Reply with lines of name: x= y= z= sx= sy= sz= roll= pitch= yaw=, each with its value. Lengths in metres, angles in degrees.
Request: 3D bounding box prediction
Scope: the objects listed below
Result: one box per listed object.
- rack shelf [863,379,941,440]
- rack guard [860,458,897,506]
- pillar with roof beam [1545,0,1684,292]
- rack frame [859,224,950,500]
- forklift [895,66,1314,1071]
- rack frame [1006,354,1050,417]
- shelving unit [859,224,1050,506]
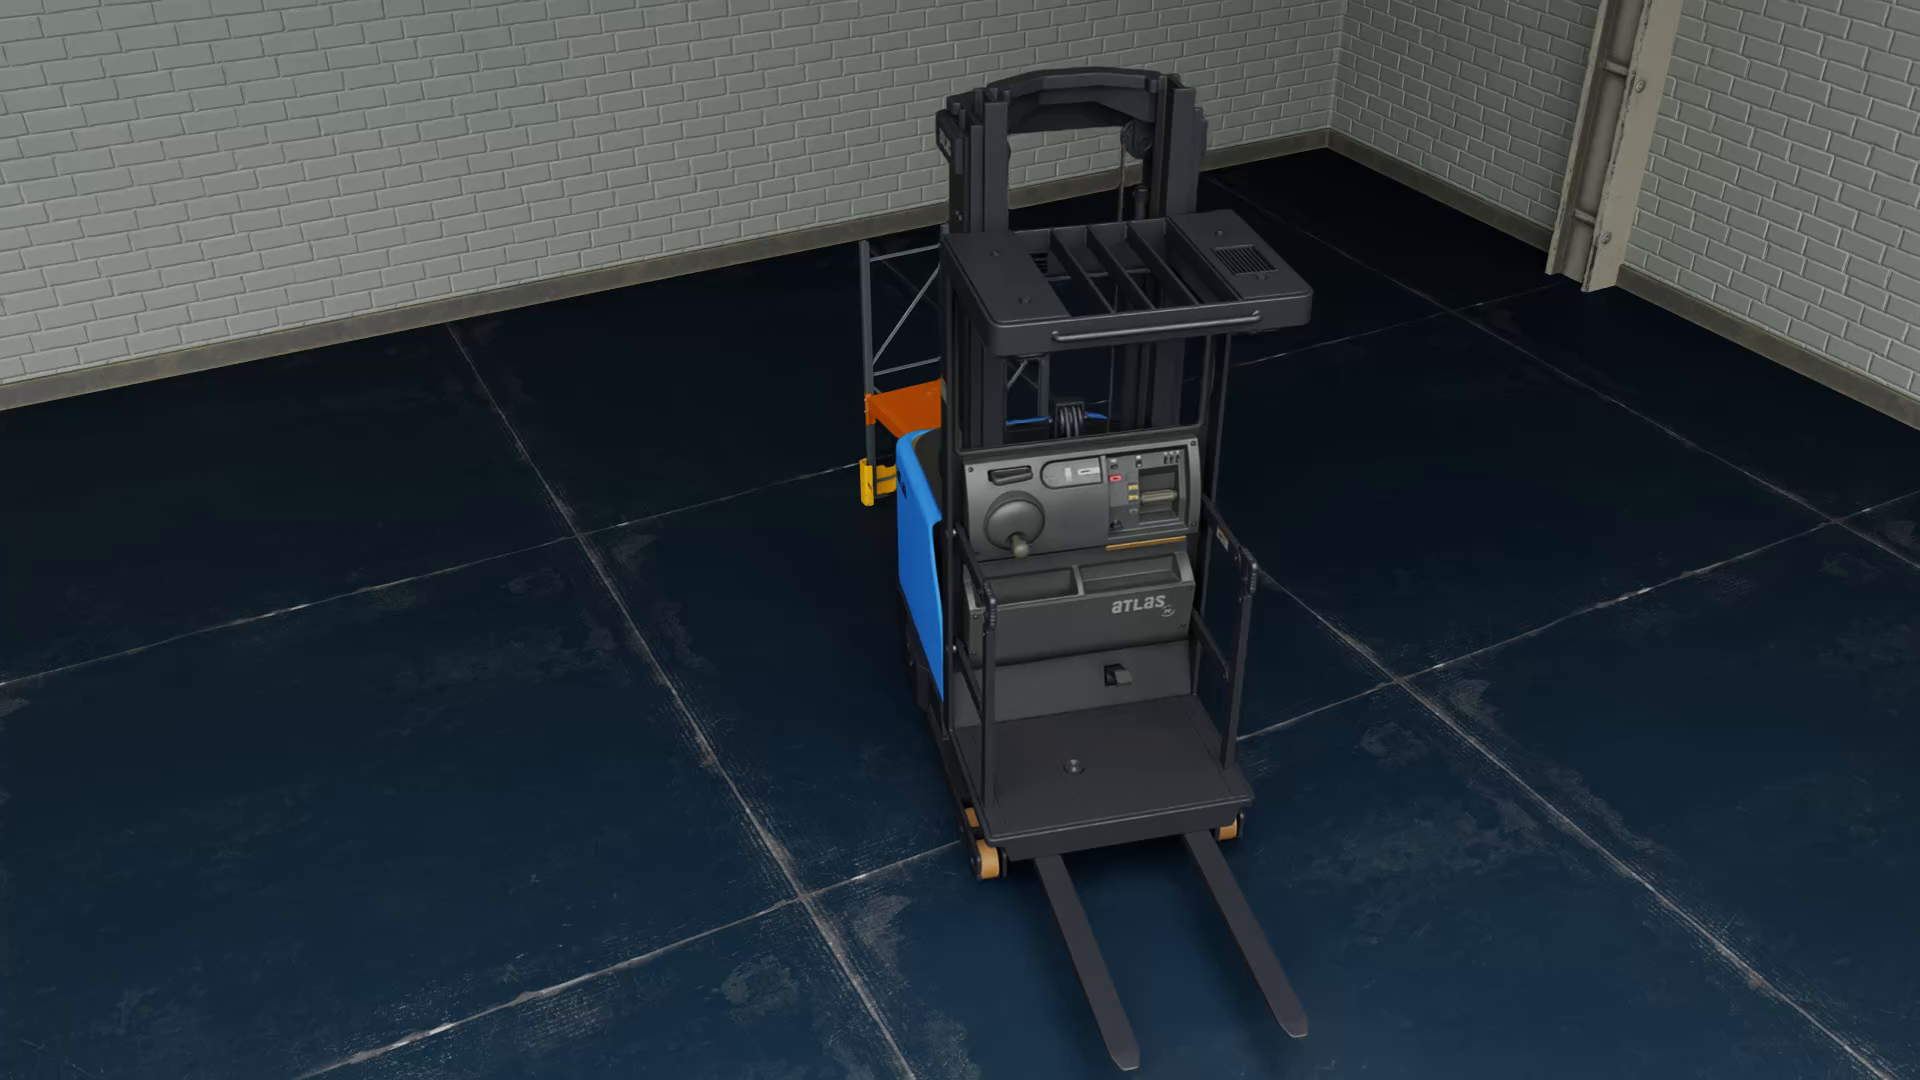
rack shelf: x=-0.040 y=-0.521 z=8.506 sx=0.538 sy=0.185 sz=1.000 roll=-16 pitch=36 yaw=-23
rack guard: x=-0.268 y=-0.379 z=9.110 sx=0.587 sy=0.250 sz=0.087 roll=-16 pitch=36 yaw=-23
pillar with roof beam: x=0.526 y=-4.535 z=7.486 sx=9.100 sy=9.000 sz=0.400 roll=-16 pitch=36 yaw=-23
rack frame: x=-0.277 y=-0.915 z=8.788 sx=0.500 sy=1.500 sz=0.032 roll=-16 pitch=36 yaw=-23
forklift: x=0.526 y=-0.106 z=6.199 sx=1.130 sy=2.935 sz=3.031 roll=-7 pitch=33 yaw=-11
rack frame: x=0.197 y=-0.430 z=8.030 sx=0.500 sy=1.500 sz=0.032 roll=-16 pitch=36 yaw=-23
shelving unit: x=-0.036 y=-0.668 z=8.402 sx=0.587 sy=1.500 sz=1.083 roll=-16 pitch=36 yaw=-23
